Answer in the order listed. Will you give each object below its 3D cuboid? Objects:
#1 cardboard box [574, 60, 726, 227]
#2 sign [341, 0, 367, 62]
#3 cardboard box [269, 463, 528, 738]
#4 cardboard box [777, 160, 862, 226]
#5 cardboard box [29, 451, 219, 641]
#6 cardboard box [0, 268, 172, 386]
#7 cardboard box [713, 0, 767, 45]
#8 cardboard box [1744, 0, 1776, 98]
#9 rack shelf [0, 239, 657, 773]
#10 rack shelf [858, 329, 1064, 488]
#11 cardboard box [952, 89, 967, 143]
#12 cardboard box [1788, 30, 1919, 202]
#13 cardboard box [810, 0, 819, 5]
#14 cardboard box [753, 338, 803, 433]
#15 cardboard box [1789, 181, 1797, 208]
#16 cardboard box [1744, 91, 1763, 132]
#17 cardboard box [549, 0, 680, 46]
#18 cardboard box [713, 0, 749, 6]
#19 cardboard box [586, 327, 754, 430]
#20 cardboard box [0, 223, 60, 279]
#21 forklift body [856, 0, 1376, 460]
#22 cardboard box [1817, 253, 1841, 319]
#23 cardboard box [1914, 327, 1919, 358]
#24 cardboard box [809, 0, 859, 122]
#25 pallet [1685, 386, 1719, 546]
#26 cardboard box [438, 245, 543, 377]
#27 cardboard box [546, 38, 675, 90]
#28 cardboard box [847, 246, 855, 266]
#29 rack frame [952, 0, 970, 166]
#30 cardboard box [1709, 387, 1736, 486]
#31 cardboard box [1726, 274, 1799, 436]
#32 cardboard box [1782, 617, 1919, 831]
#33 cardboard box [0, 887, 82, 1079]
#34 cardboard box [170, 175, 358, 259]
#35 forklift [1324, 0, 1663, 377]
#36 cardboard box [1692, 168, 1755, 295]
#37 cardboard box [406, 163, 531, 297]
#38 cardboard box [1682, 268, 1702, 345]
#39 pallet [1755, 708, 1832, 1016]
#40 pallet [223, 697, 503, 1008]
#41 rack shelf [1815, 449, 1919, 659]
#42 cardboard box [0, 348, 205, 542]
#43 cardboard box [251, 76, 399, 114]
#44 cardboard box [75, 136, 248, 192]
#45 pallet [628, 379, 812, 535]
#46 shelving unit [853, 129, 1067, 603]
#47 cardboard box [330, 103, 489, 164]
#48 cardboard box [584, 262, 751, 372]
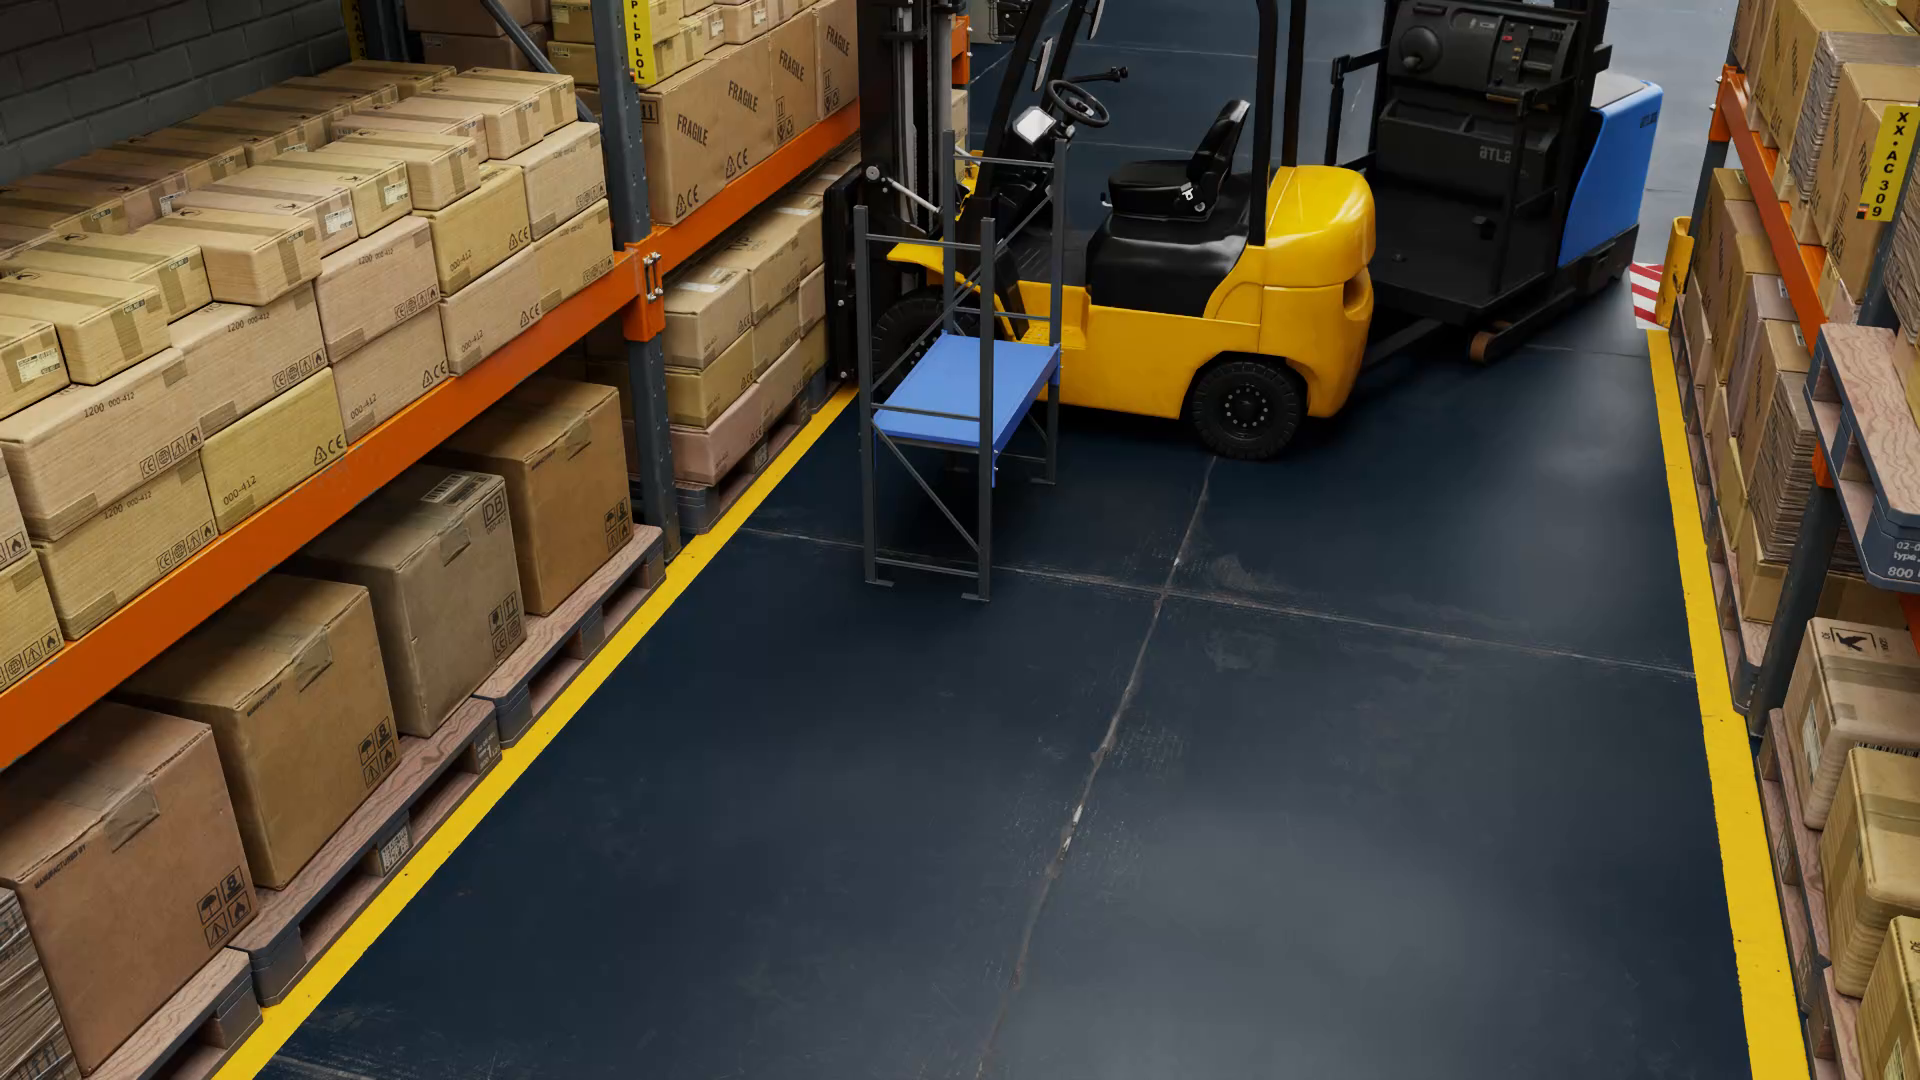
[{"bbox_3d":[-1.231,-1.524,6.301,0.500,0.500,0.500,8,30,13],"label":"cardboard box"},{"bbox_3d":[-2.142,-1.803,5.933,0.100,0.325,0.005,8,30,15],"label":"sign"},{"bbox_3d":[-1.989,0.147,5.412,0.875,0.625,0.625,8,30,14],"label":"cardboard box"},{"bbox_3d":[-0.713,-1.622,7.948,0.500,0.250,0.500,8,30,14],"label":"cardboard box"},{"bbox_3d":[-2.125,-0.032,3.876,0.500,0.250,0.500,8,30,13],"label":"cardboard box"},{"bbox_3d":[-2.041,-0.487,3.770,0.380,0.149,0.250,9,30,16],"label":"cardboard box"},{"bbox_3d":[-0.998,-2.099,6.667,0.380,0.149,0.250,9,30,16],"label":"cardboard box"},{"bbox_3d":[3.756,-2.216,7.238,0.500,0.500,0.500,9,30,16],"label":"cardboard box"},{"bbox_3d":[-2.198,-0.067,4.526,1.077,0.370,4.000,8,30,15],"label":"rack shelf"},{"bbox_3d":[0.025,-0.538,6.544,0.538,0.185,1.000,8,30,15],"label":"rack shelf"},{"bbox_3d":[-0.274,-2.331,9.222,0.500,0.250,0.500,10,30,17],"label":"cardboard box"},{"bbox_3d":[3.320,-1.502,5.956,0.500,0.500,0.500,9,30,16],"label":"cardboard box"},{"bbox_3d":[-0.793,-2.465,7.325,0.380,0.149,0.250,8,30,14],"label":"cardboard box"},{"bbox_3d":[-1.018,-0.709,7.335,0.500,0.250,0.500,8,30,14],"label":"cardboard box"},{"bbox_3d":[3.337,-1.275,6.215,0.380,0.149,0.250,8,30,14],"label":"cardboard box"},{"bbox_3d":[3.677,-1.883,7.308,0.380,0.149,0.250,9,30,16],"label":"cardboard box"},{"bbox_3d":[-1.234,-1.874,5.957,0.380,0.149,0.250,9,30,16],"label":"cardboard box"},{"bbox_3d":[-1.004,-2.233,6.603,0.380,0.149,0.250,9,30,16],"label":"cardboard box"},{"bbox_3d":[-1.174,-0.692,6.791,0.500,0.250,0.500,8,30,15],"label":"cardboard box"},{"bbox_3d":[-2.451,-0.676,4.109,0.380,0.149,0.250,9,30,16],"label":"cardboard box"},{"bbox_3d":[0.750,-1.658,7.517,2.313,2.155,1.214,8,30,15],"label":"forklift body"},{"bbox_3d":[3.005,-0.805,5.369,0.380,0.149,0.250,9,30,16],"label":"cardboard box"},{"bbox_3d":[2.577,-0.552,3.816,0.500,0.500,0.500,9,30,15],"label":"cardboard box"},{"bbox_3d":[-0.779,-2.235,7.578,0.500,0.500,0.500,9,30,15],"label":"cardboard box"},{"bbox_3d":[3.655,-0.272,7.022,1.003,0.211,1.213,8,30,15],"label":"pallet"},{"bbox_3d":[-1.651,-0.740,5.149,0.500,0.250,0.500,8,30,15],"label":"cardboard box"},{"bbox_3d":[-1.266,-1.749,6.038,0.380,0.149,0.250,8,30,14],"label":"cardboard box"},{"bbox_3d":[-0.720,-1.393,8.051,0.500,0.250,0.500,8,30,15],"label":"cardboard box"},{"bbox_3d":[-0.437,-3.170,9.363,1.000,3.000,0.127,8,30,15],"label":"rack frame"},{"bbox_3d":[3.352,-0.384,6.752,0.500,0.250,0.500,9,30,16],"label":"cardboard box"},{"bbox_3d":[3.348,-0.701,6.551,0.500,0.500,0.500,10,31,18],"label":"cardboard box"},{"bbox_3d":[2.983,0.604,4.849,0.950,0.372,0.625,9,30,16],"label":"cardboard box"},{"bbox_3d":[-2.589,1.114,3.673,0.875,0.625,0.625,9,30,16],"label":"cardboard box"},{"bbox_3d":[-1.846,-0.850,4.422,0.380,0.149,0.250,9,30,15],"label":"cardboard box"},{"bbox_3d":[2.444,-2.437,8.116,1.130,2.935,3.031,24,37,36],"label":"forklift"},{"bbox_3d":[3.802,-1.427,7.854,0.500,0.500,0.500,7,30,13],"label":"cardboard box"},{"bbox_3d":[-1.655,-0.959,5.029,0.500,0.250,0.500,8,30,14],"label":"cardboard box"},{"bbox_3d":[3.808,-1.110,8.056,0.500,0.250,0.500,8,30,14],"label":"cardboard box"},{"bbox_3d":[2.908,0.976,4.779,1.003,0.211,1.213,8,30,15],"label":"pallet"},{"bbox_3d":[-2.146,0.824,5.051,1.003,0.211,1.213,8,30,15],"label":"pallet"},{"bbox_3d":[2.548,0.639,3.256,1.077,0.370,4.000,8,30,15],"label":"rack shelf"},{"bbox_3d":[-2.102,-0.250,3.754,0.500,0.250,0.500,8,30,14],"label":"cardboard box"},{"bbox_3d":[-2.048,-1.389,5.390,0.380,0.149,0.250,7,30,13],"label":"cardboard box"},{"bbox_3d":[-2.275,-1.039,4.762,0.380,0.149,0.250,8,30,15],"label":"cardboard box"},{"bbox_3d":[-1.338,-0.456,7.353,1.003,0.211,1.213,8,30,15],"label":"pallet"},{"bbox_3d":[0.025,-0.695,6.457,0.538,1.500,1.048,8,30,15],"label":"shelving unit"},{"bbox_3d":[-1.680,-1.219,5.086,0.380,0.149,0.250,8,30,15],"label":"cardboard box"},{"bbox_3d":[-1.169,-0.910,6.668,0.500,0.250,0.500,8,30,14],"label":"cardboard box"}]
